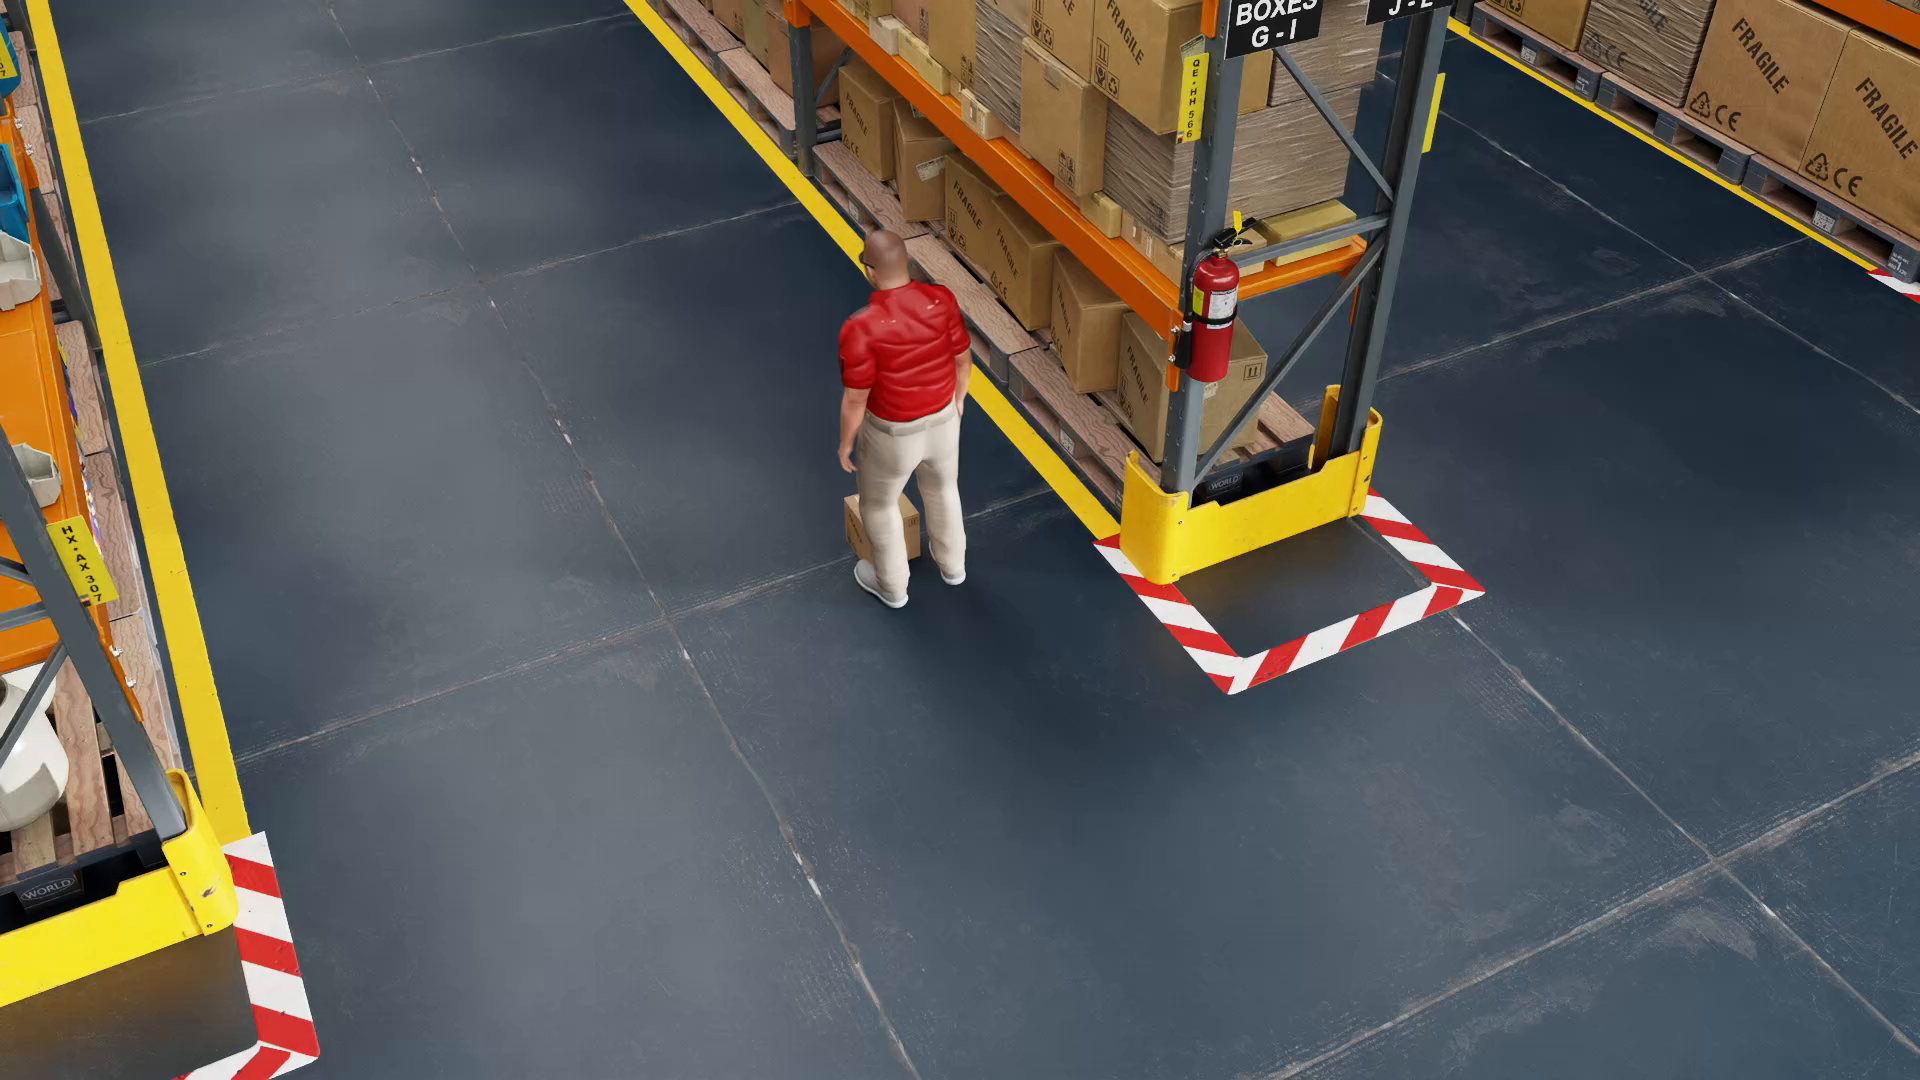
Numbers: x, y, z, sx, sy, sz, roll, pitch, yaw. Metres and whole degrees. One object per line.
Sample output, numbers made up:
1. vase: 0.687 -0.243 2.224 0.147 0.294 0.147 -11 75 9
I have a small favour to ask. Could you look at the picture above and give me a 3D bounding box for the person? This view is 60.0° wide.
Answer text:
1. person: -0.223 -0.466 6.706 0.602 1.726 0.393 -22 45 -23
